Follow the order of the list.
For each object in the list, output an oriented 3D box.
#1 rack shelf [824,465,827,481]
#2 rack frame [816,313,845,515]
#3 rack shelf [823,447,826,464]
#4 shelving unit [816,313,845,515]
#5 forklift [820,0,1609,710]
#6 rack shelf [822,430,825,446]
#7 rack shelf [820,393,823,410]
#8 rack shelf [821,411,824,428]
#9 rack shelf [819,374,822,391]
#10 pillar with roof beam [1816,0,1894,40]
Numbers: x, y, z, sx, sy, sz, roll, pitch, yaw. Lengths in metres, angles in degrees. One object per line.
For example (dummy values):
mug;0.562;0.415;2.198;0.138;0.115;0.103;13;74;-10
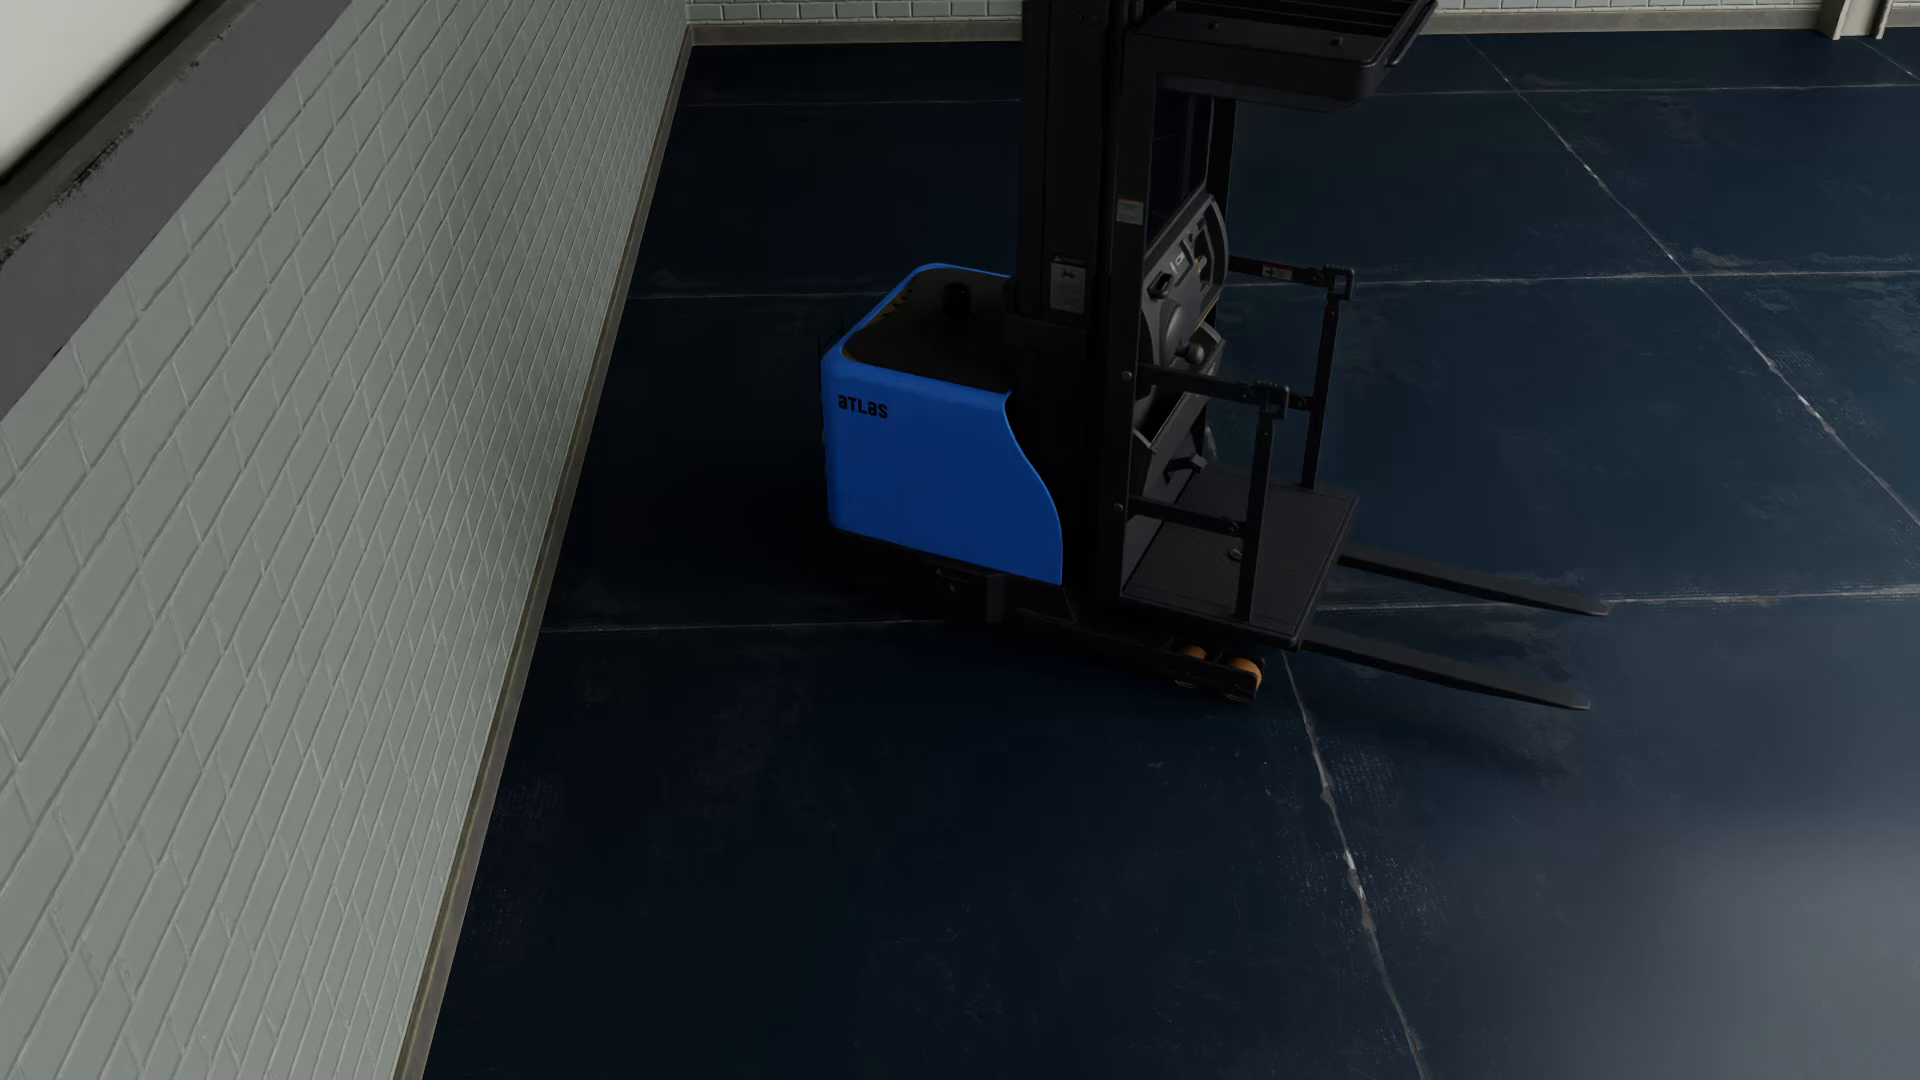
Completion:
rack shelf;-0.451;-0.332;7.314;0.200;0.077;0.258;14;37;19
rack frame;-0.544;-0.531;7.226;0.006;0.900;0.240;14;37;19
rack shelf;-0.451;-0.406;7.263;0.200;0.077;0.258;14;37;19
shelving unit;-0.451;-0.507;7.192;0.210;0.900;0.258;14;37;19
forklift;1.009;-0.934;6.023;3.031;2.935;1.130;14;37;19
rack shelf;-0.451;-0.480;7.211;0.200;0.077;0.258;14;37;19
rack shelf;-0.451;-0.628;7.109;0.200;0.077;0.258;14;37;19
rack shelf;-0.451;-0.554;7.160;0.200;0.077;0.258;14;37;19
rack shelf;-0.451;-0.702;7.058;0.200;0.077;0.258;14;37;19
pillar with roof beam;7.125;-5.208;6.867;0.400;9.000;9.100;-2;35;-2
